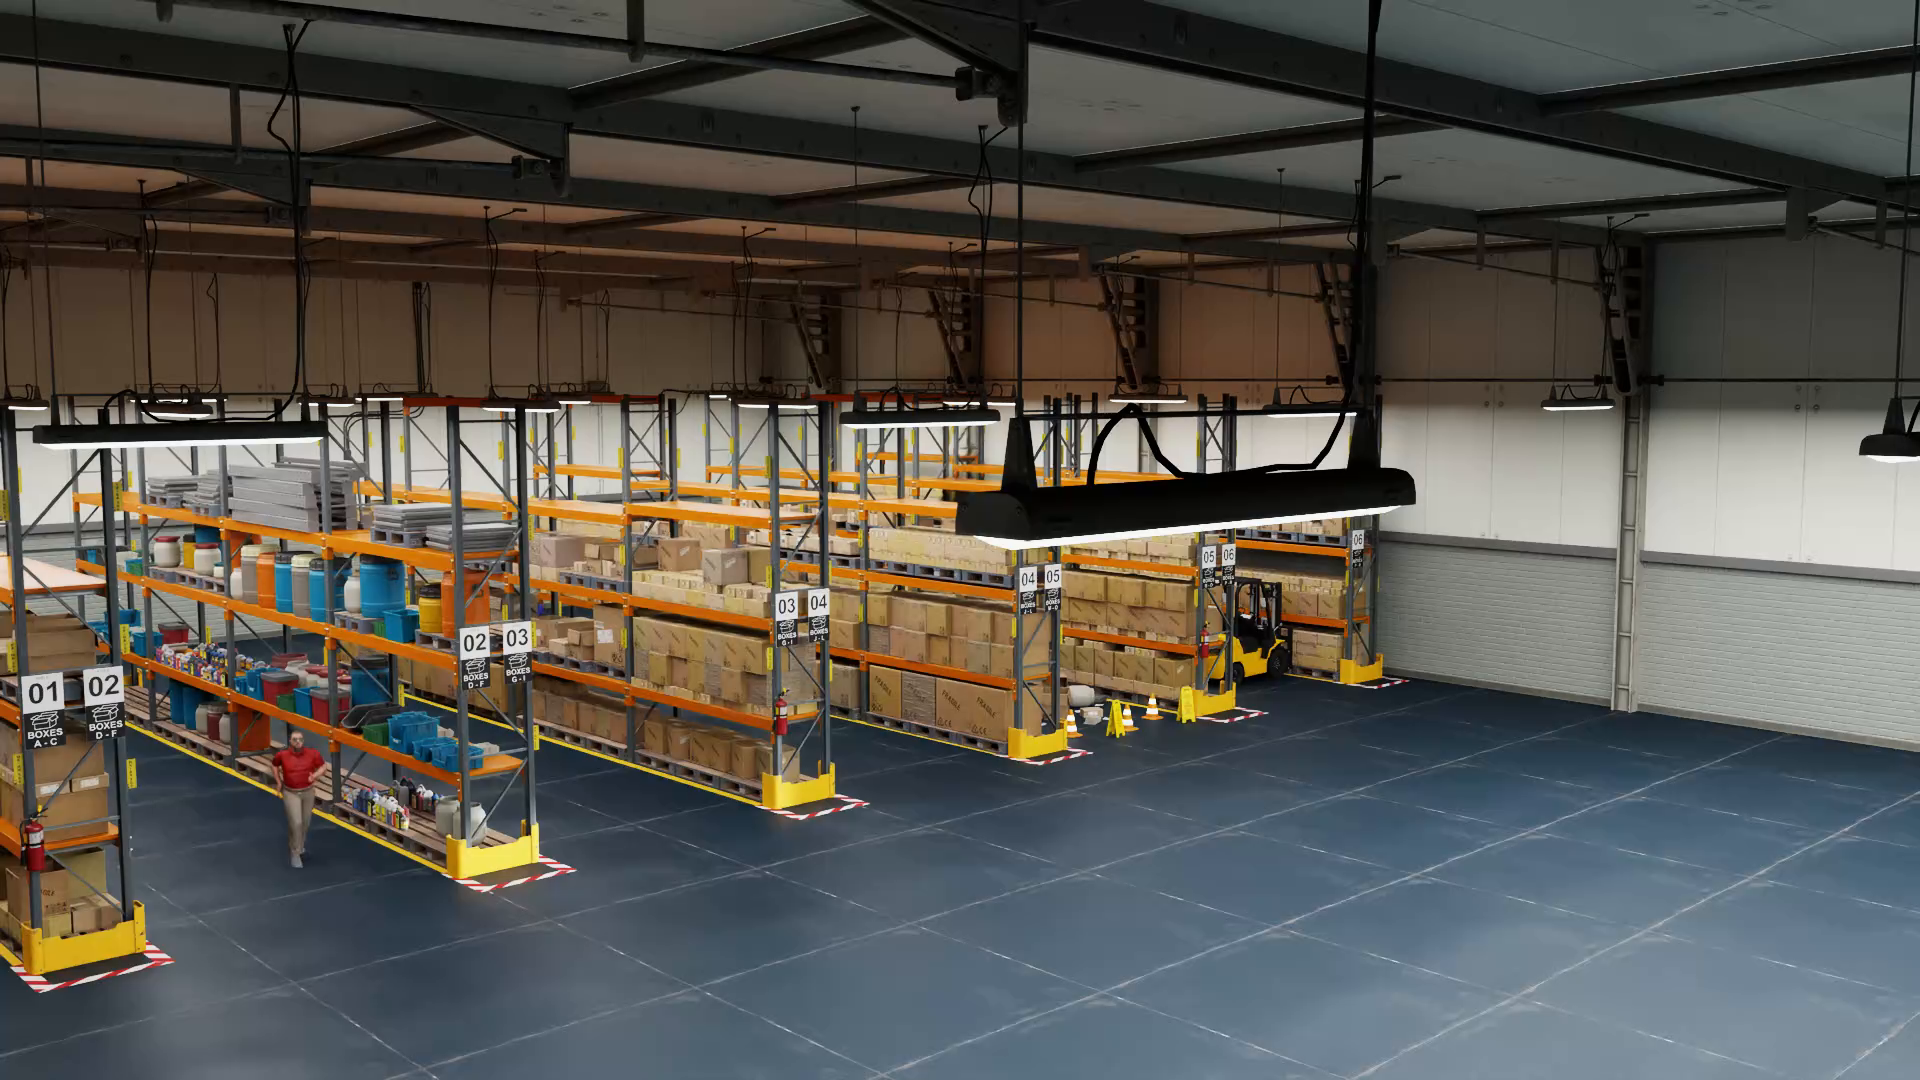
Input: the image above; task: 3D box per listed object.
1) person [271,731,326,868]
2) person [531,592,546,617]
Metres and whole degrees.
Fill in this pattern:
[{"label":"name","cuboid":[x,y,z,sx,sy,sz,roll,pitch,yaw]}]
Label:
[{"label":"person","cuboid":[-8.661,3.369,21.837,0.645,1.783,0.784,-4,7,-33]},{"label":"person","cuboid":[-9.459,1.955,37.018,0.560,1.611,0.548,-5,8,-43]}]
